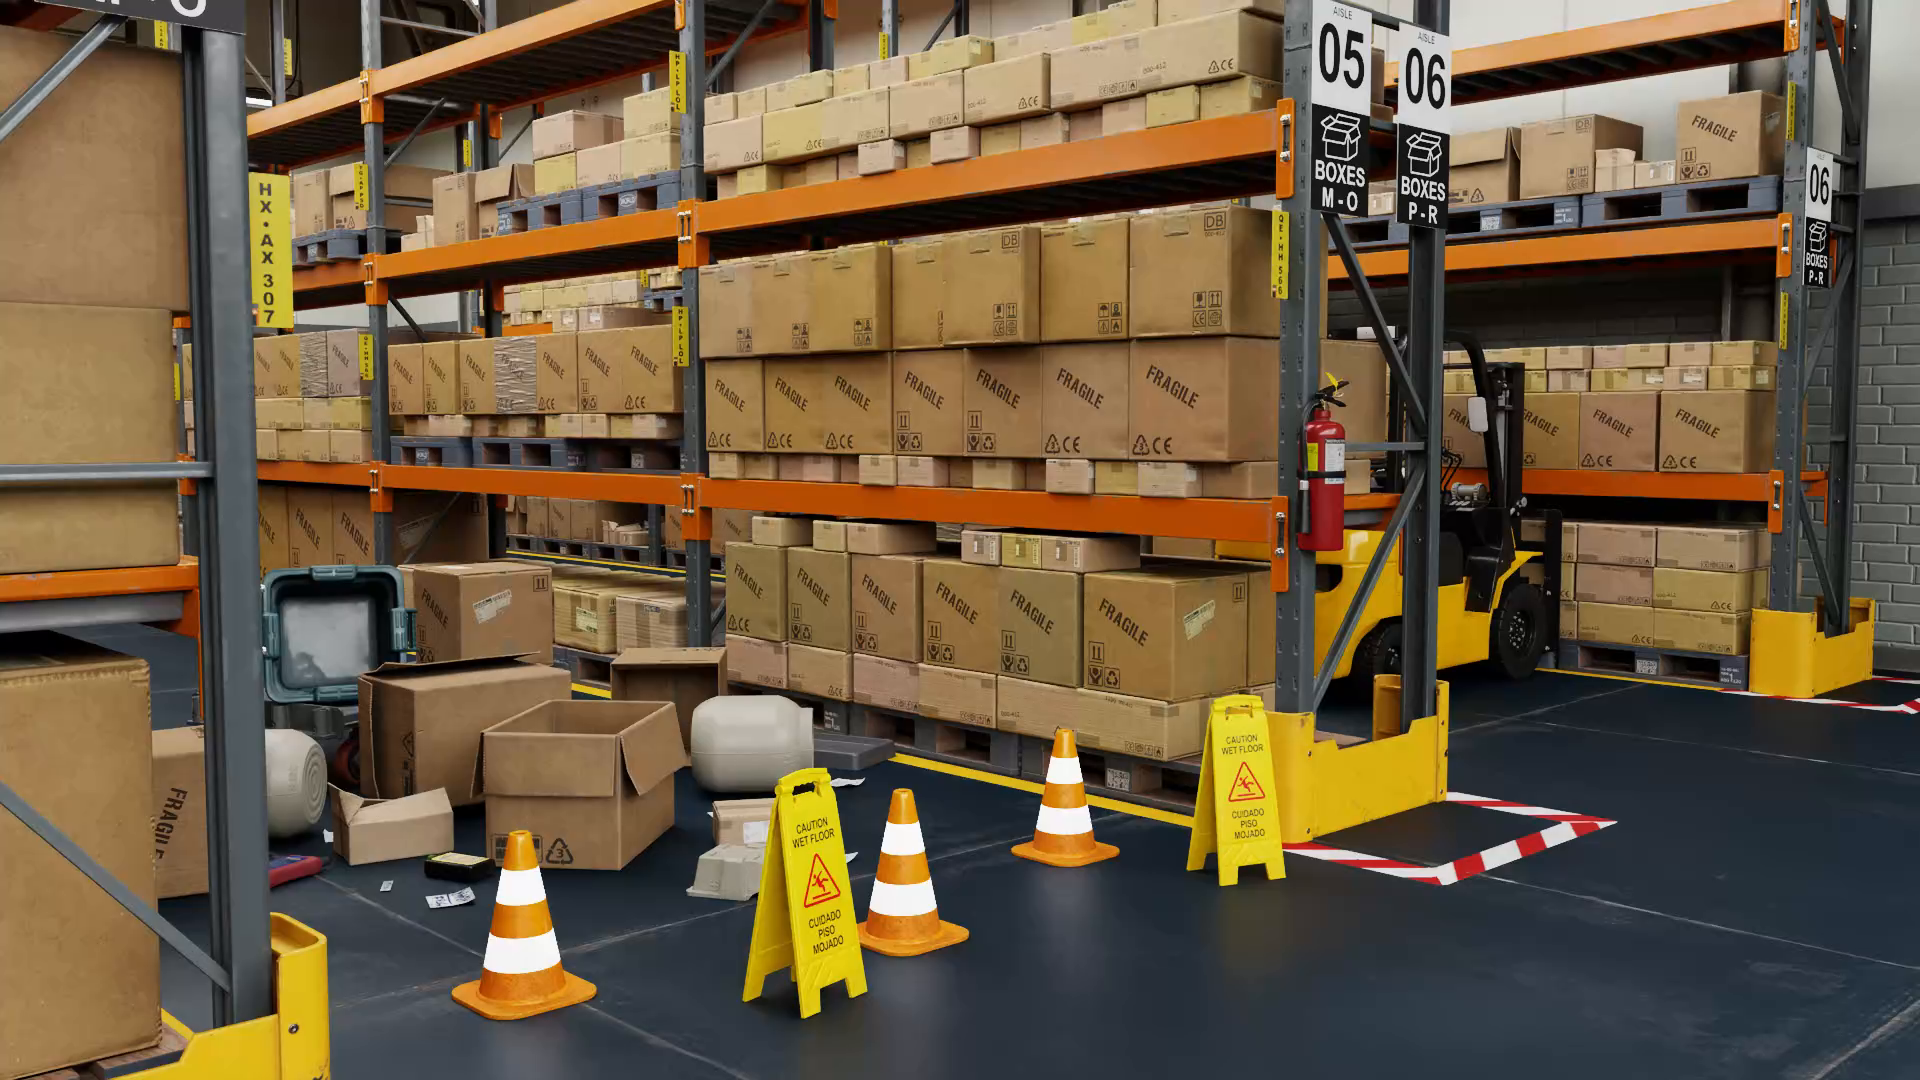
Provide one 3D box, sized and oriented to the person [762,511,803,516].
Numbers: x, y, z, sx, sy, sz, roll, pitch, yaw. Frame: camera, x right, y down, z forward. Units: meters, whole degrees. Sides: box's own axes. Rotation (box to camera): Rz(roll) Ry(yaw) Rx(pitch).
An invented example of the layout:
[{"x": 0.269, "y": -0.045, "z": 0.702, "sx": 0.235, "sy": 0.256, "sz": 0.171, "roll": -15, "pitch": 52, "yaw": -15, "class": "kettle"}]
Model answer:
[{"x": -1.213, "y": -0.049, "z": 11.896, "sx": 0.416, "sy": 1.638, "sz": 0.556, "roll": 4, "pitch": 6, "yaw": 44, "class": "person"}]
